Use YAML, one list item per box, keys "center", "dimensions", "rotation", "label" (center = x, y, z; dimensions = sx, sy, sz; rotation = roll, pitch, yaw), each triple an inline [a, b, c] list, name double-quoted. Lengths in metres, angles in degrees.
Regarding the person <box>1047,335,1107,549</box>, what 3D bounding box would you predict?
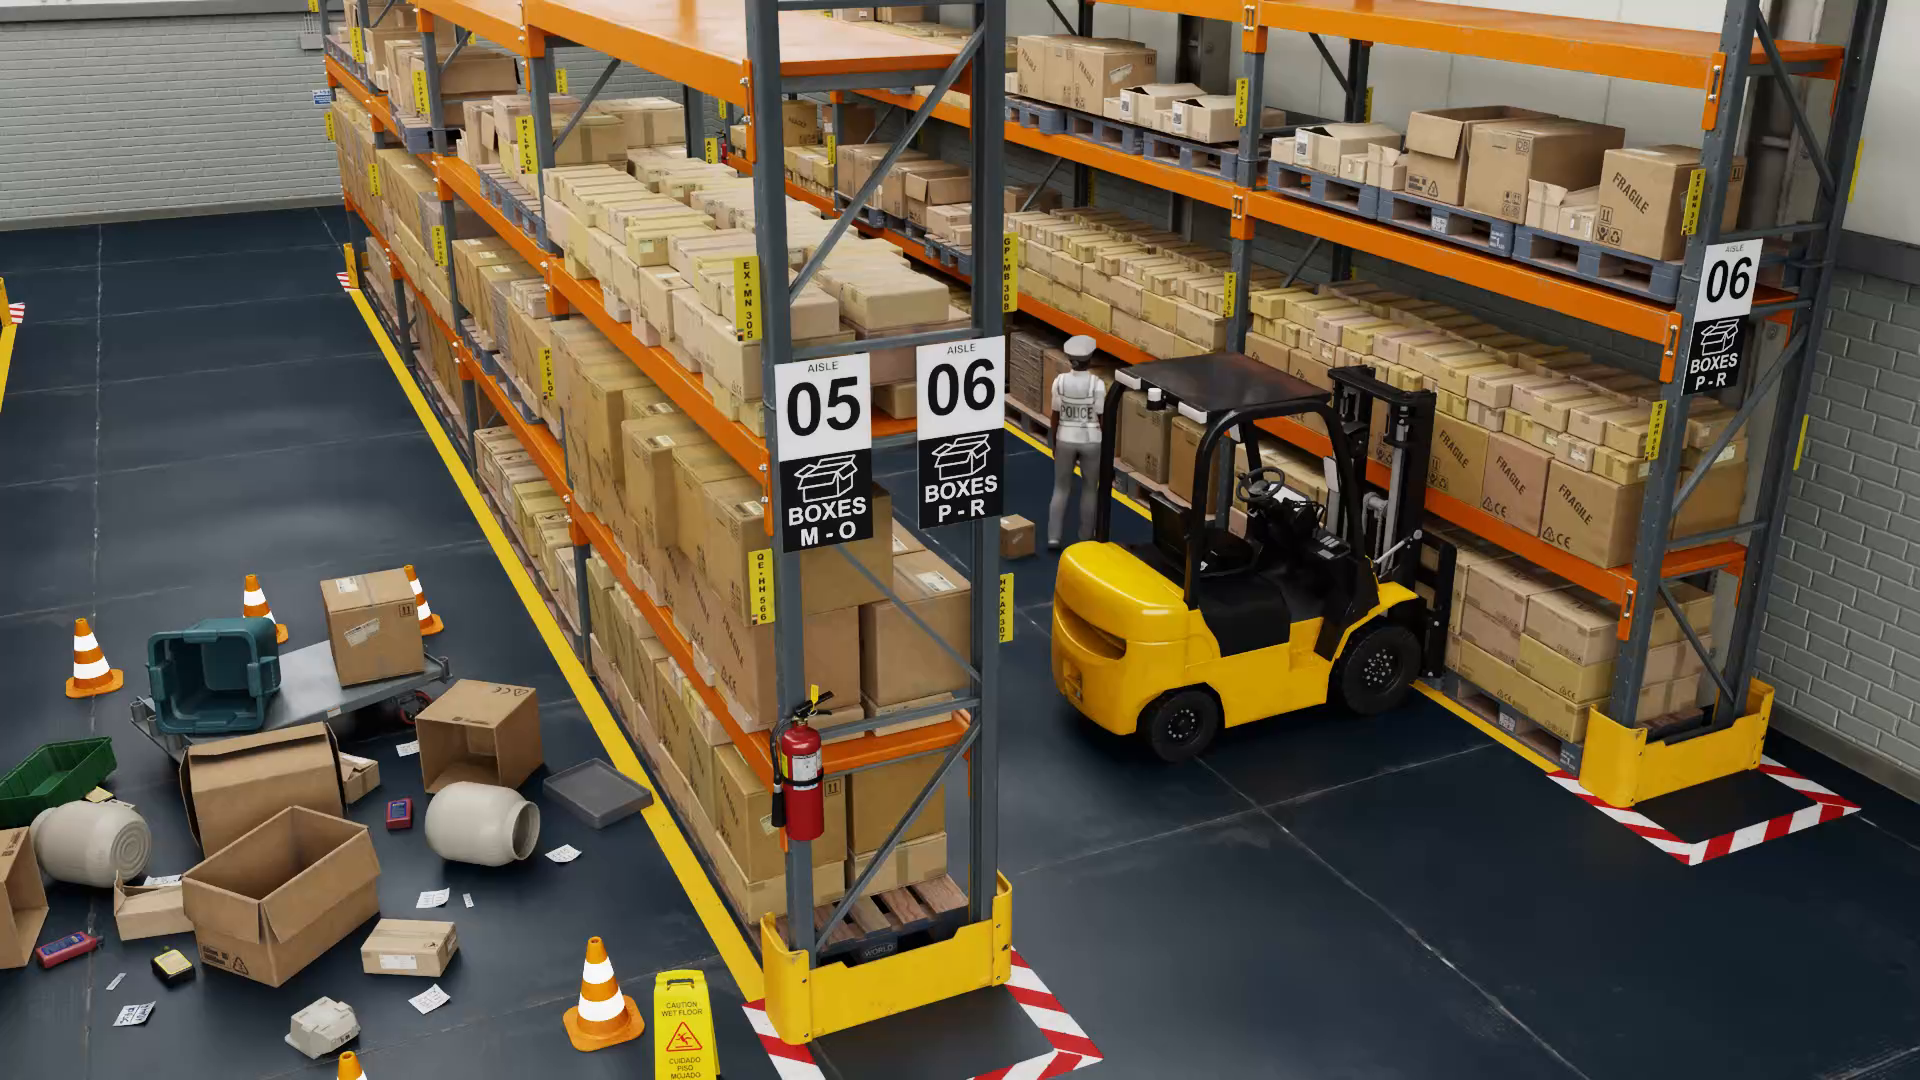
- center: [0.926, -0.701, 12.795]
  dimensions: [0.455, 1.785, 0.392]
  rotation: [7, 23, 17]
  label: "person"
